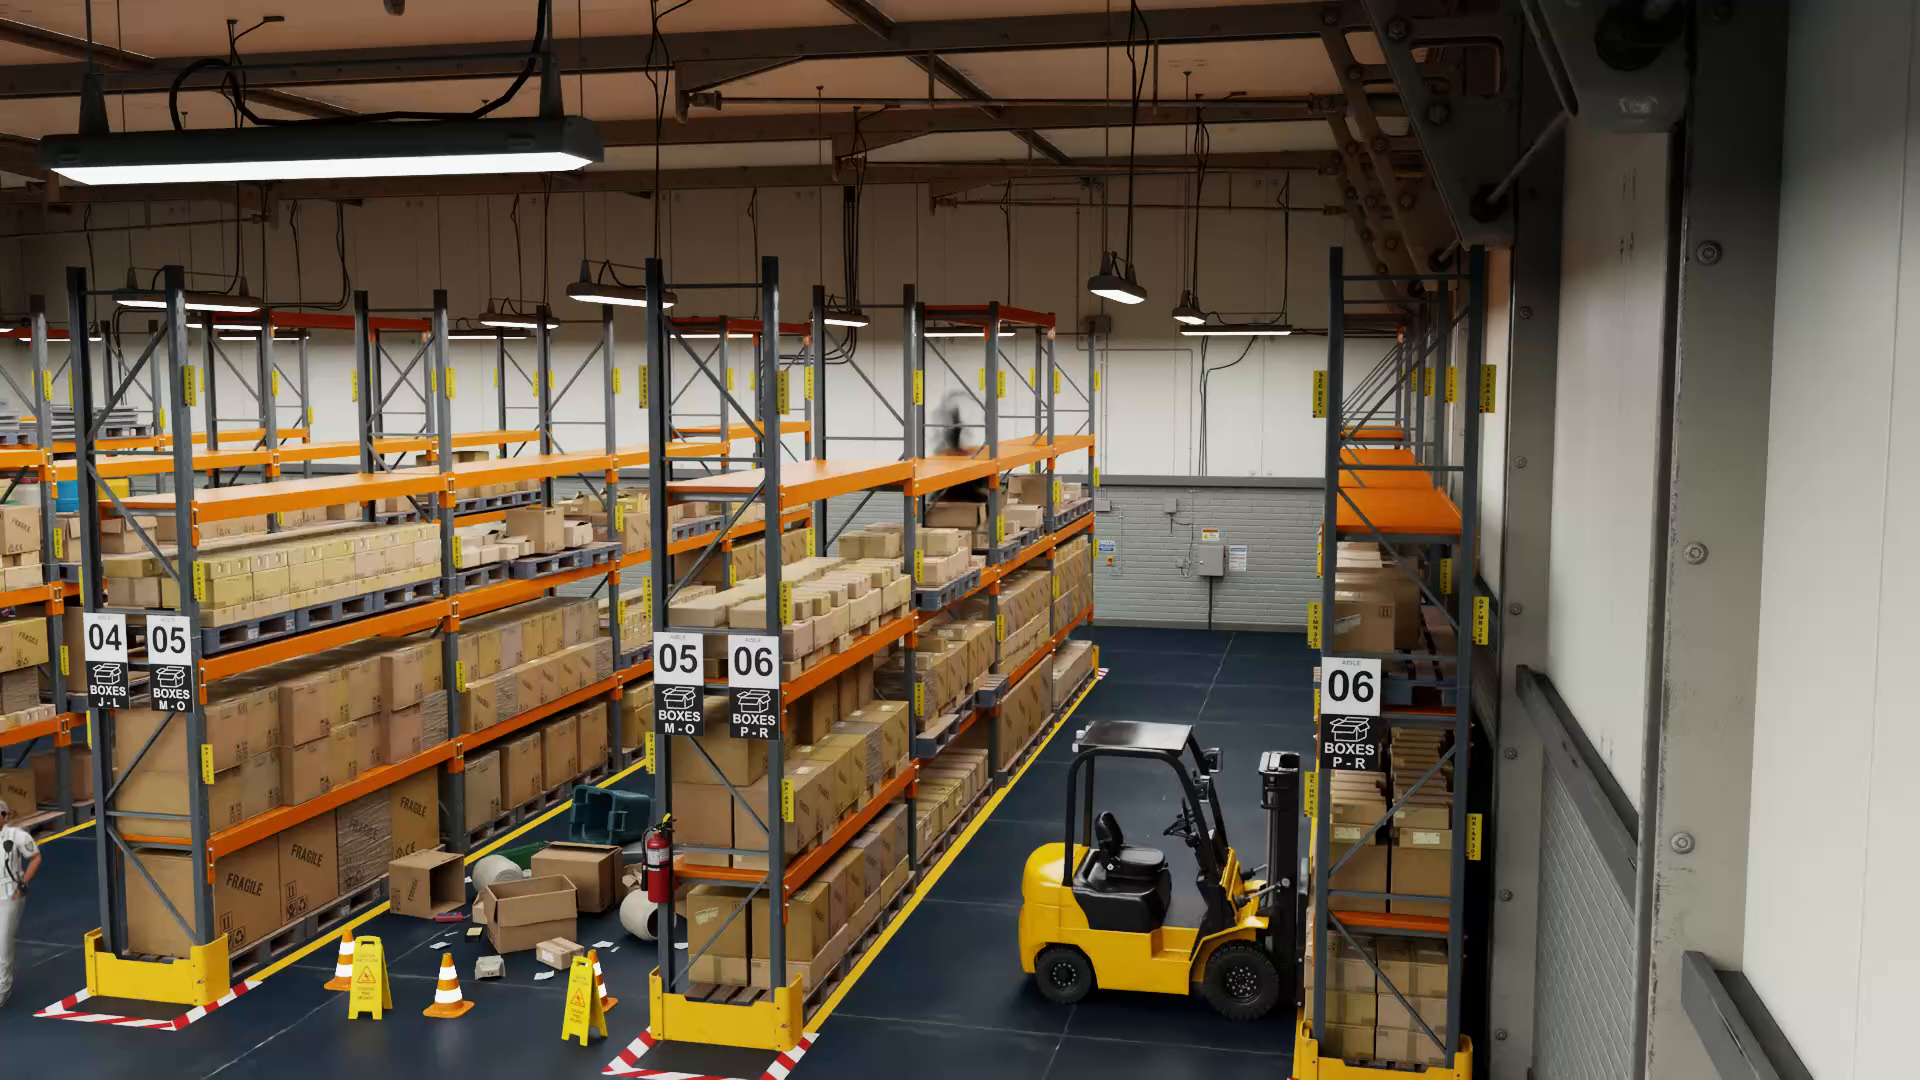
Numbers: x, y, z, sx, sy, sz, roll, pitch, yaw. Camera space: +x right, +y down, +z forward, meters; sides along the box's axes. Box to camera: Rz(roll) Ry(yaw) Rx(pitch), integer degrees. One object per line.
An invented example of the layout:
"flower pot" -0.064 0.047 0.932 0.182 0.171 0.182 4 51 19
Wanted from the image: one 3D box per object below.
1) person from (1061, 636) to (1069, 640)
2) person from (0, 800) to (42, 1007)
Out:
"person" 1.517 1.272 29.679 0.934 1.747 0.719 4 7 31
"person" -7.971 2.970 13.778 0.603 1.673 0.740 -1 6 -7
